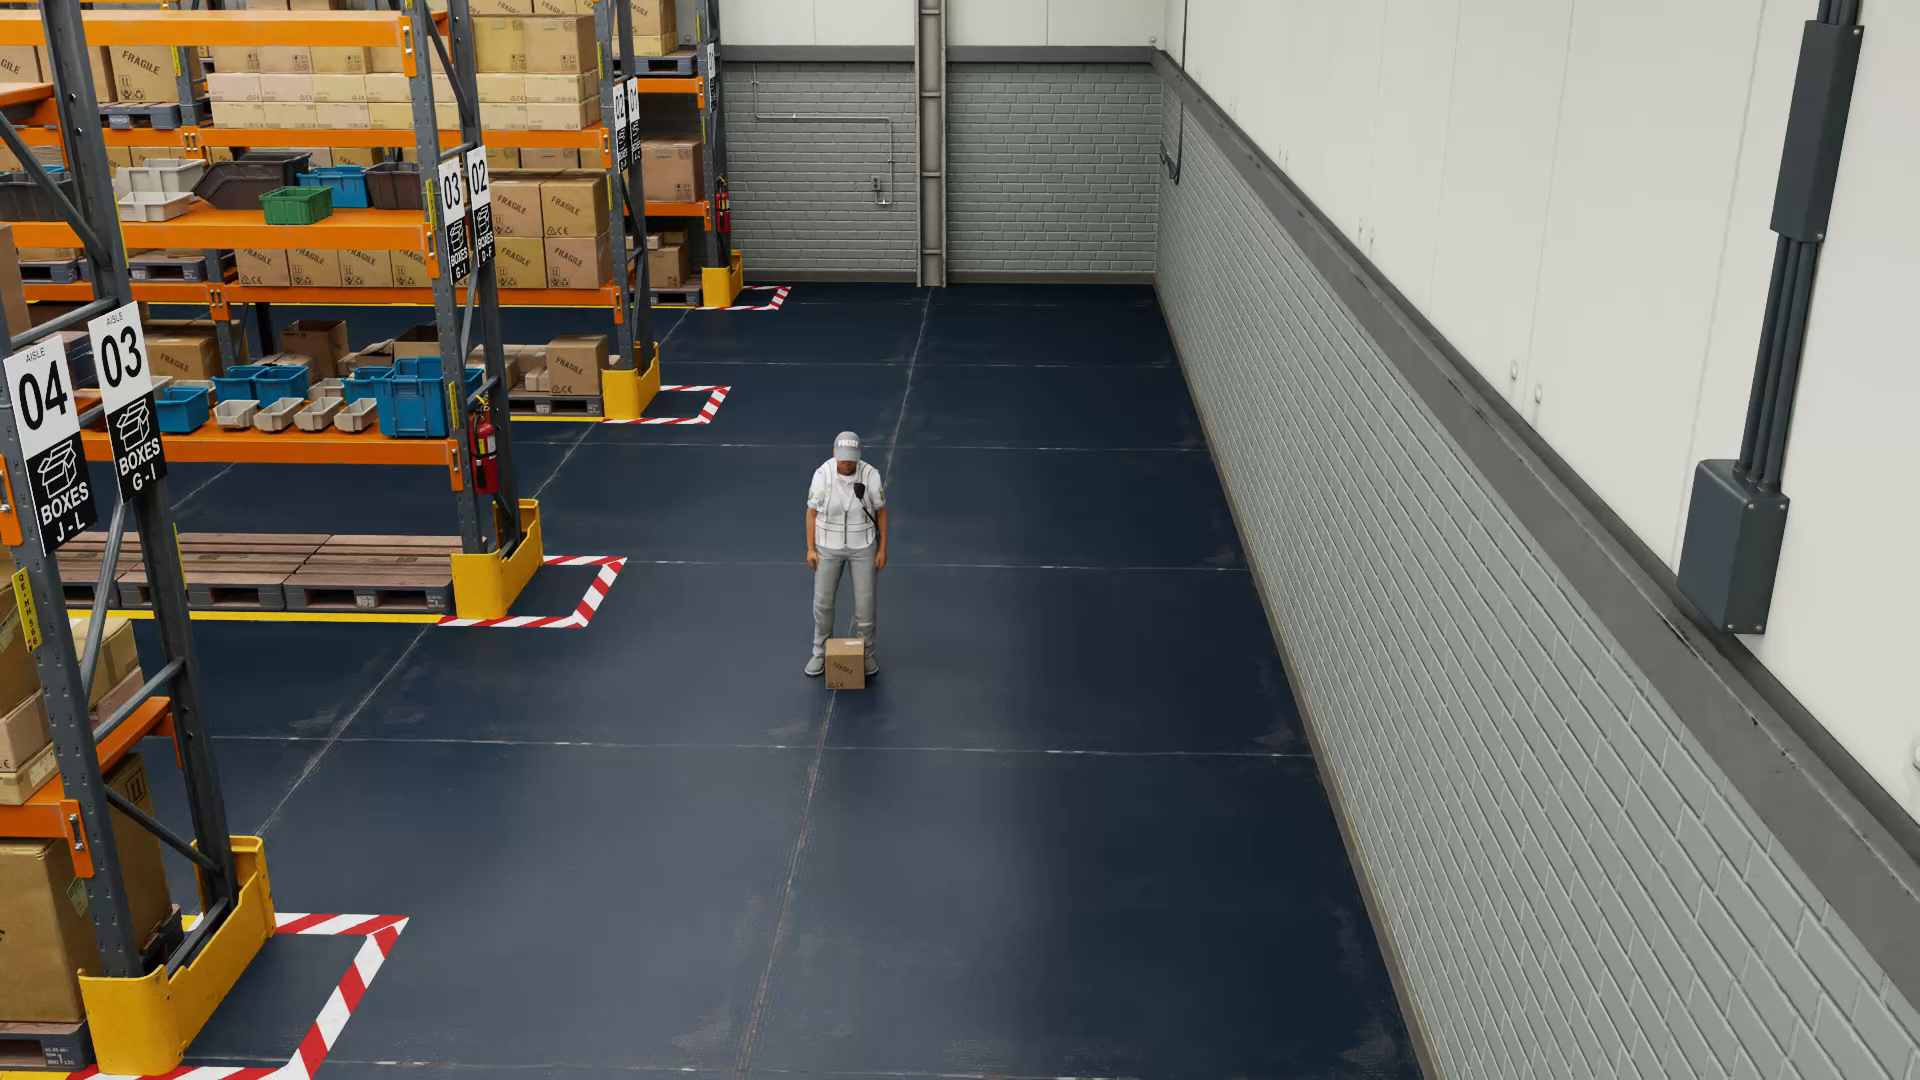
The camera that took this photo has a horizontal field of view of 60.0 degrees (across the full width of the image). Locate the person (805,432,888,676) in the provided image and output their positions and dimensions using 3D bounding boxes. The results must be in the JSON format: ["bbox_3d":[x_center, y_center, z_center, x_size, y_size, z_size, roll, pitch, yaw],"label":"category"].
[{"bbox_3d":[-0.754,0.074,10.878,0.564,1.666,0.468,-1,21,-1],"label":"person"}]
